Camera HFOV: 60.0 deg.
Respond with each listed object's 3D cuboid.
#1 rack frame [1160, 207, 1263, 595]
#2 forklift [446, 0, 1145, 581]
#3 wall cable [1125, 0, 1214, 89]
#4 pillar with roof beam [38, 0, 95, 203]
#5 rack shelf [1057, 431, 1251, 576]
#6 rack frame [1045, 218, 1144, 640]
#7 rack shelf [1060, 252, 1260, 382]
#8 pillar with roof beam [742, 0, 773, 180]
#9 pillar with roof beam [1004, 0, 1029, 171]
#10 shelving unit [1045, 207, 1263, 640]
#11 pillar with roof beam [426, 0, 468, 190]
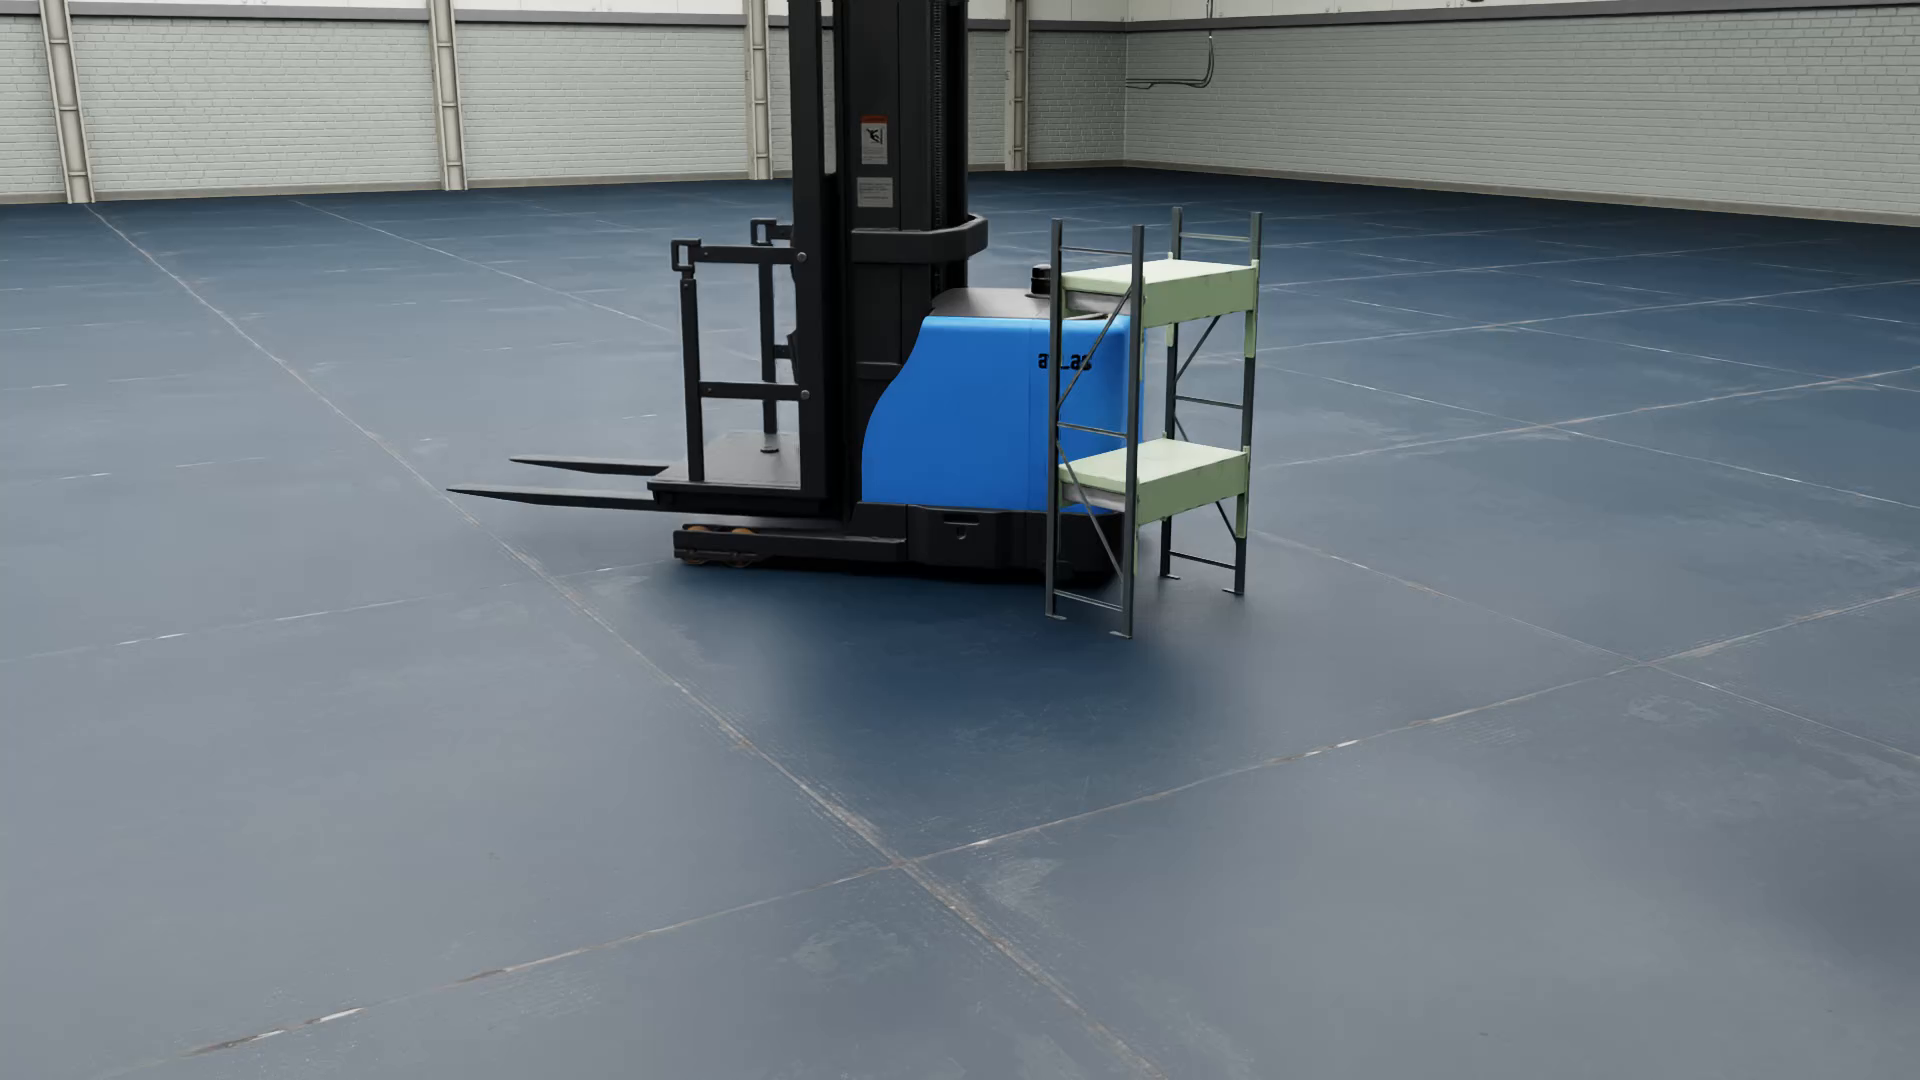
[{"bbox_3d":[0.981,-0.540,6.558,0.400,1.500,0.023,14,21,41],"label":"rack frame"},{"bbox_3d":[-0.741,-1.428,7.074,3.031,2.935,1.130,3,16,11],"label":"forklift"},{"bbox_3d":[4.409,-10.911,35.414,0.112,2.526,3.097,-9,18,-30],"label":"wall cable"},{"bbox_3d":[-12.010,-8.804,22.146,0.400,9.000,9.100,-9,18,-30],"label":"pillar with roof beam"},{"bbox_3d":[0.731,-0.154,6.388,0.431,0.370,0.720,14,21,41],"label":"rack shelf"},{"bbox_3d":[0.481,-0.396,6.043,0.400,1.500,0.023,14,21,41],"label":"rack frame"},{"bbox_3d":[0.731,-0.844,6.195,0.431,0.370,0.720,14,21,41],"label":"rack shelf"},{"bbox_3d":[-1.724,-10.472,28.097,0.400,9.000,9.100,-9,18,-30],"label":"pillar with roof beam"},{"bbox_3d":[3.419,-11.306,31.072,0.400,9.000,9.100,-9,18,-30],"label":"pillar with roof beam"},{"bbox_3d":[0.731,-0.468,6.300,0.431,1.500,0.755,14,21,41],"label":"shelving unit"},{"bbox_3d":[-6.867,-9.638,25.121,0.400,9.000,9.100,-9,18,-30],"label":"pillar with roof beam"}]
